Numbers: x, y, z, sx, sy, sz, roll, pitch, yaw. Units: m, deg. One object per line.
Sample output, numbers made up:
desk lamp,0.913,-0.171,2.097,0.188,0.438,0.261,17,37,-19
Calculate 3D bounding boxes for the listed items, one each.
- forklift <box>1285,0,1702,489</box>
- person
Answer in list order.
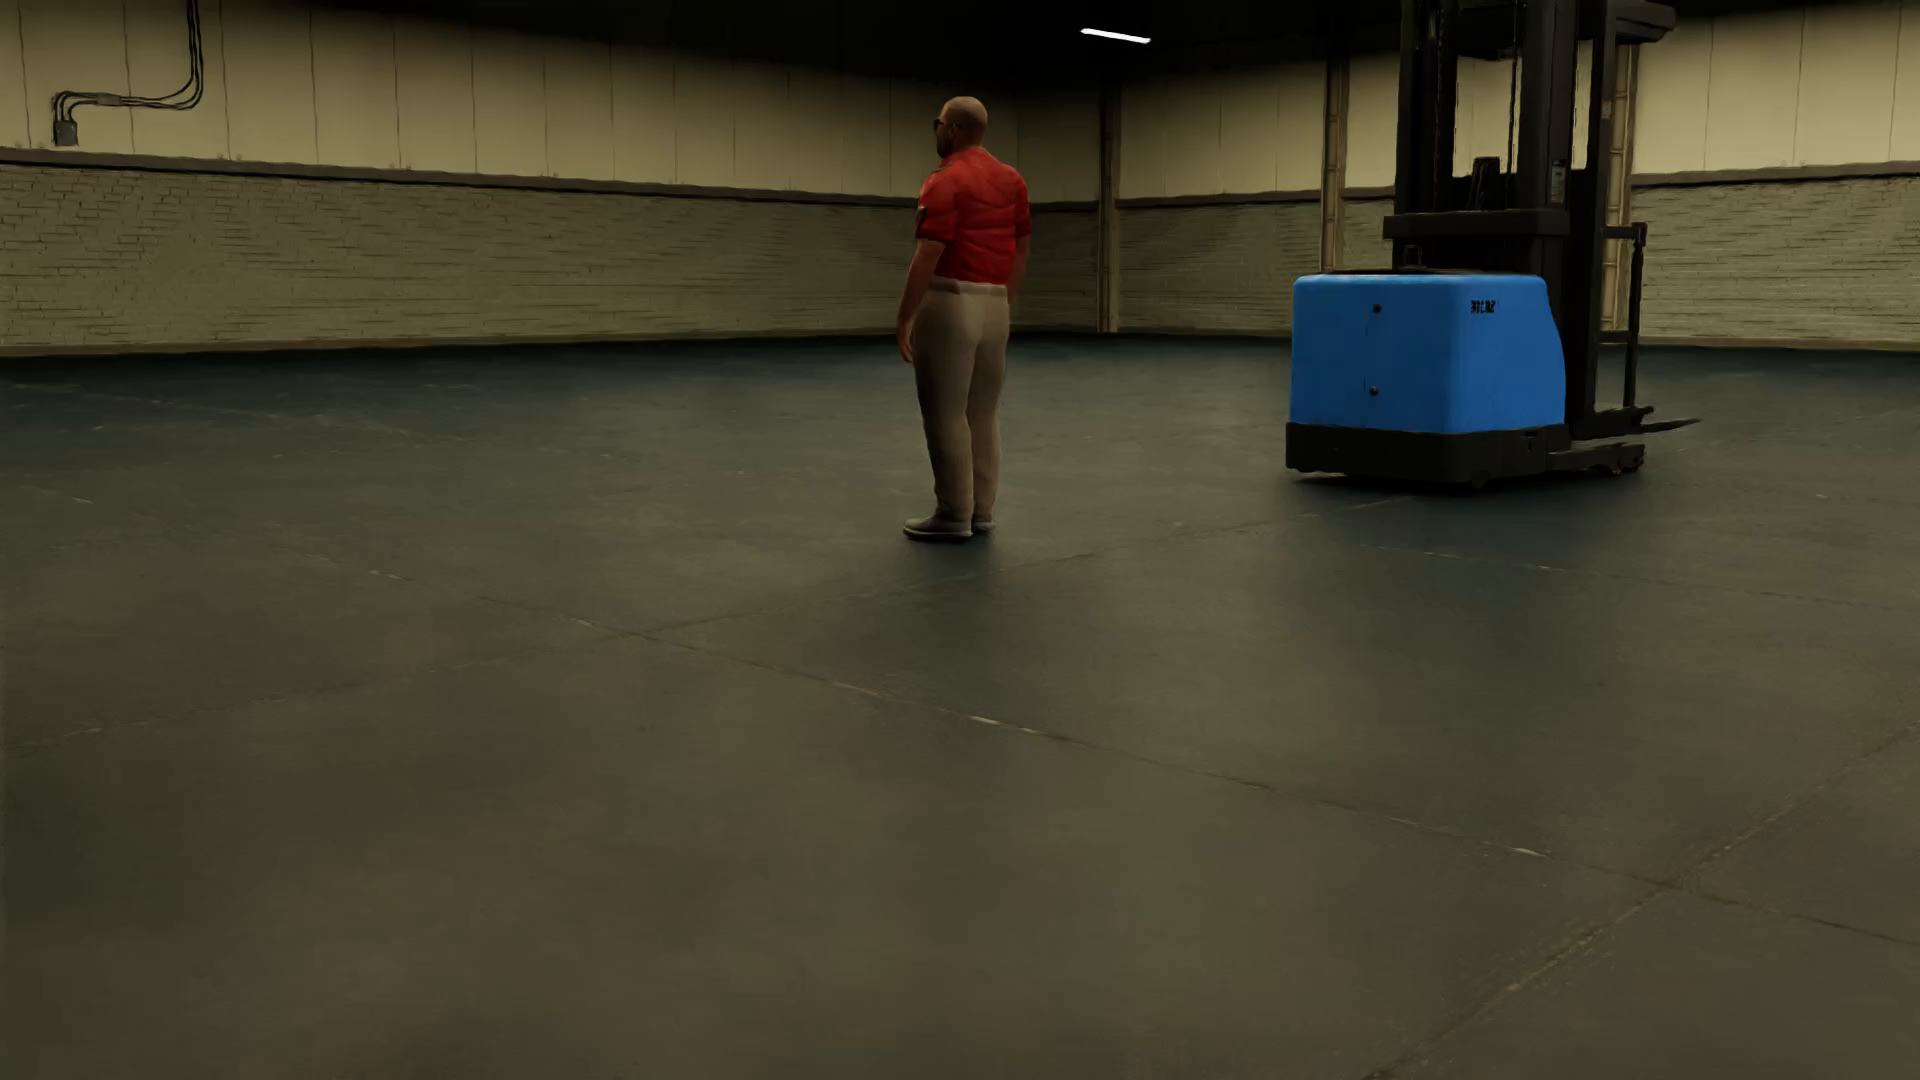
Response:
forklift,3.162,-1.855,9.196,3.031,2.935,1.130,-7,11,-41
person,-0.056,-0.873,6.658,0.550,1.727,0.640,8,12,43
